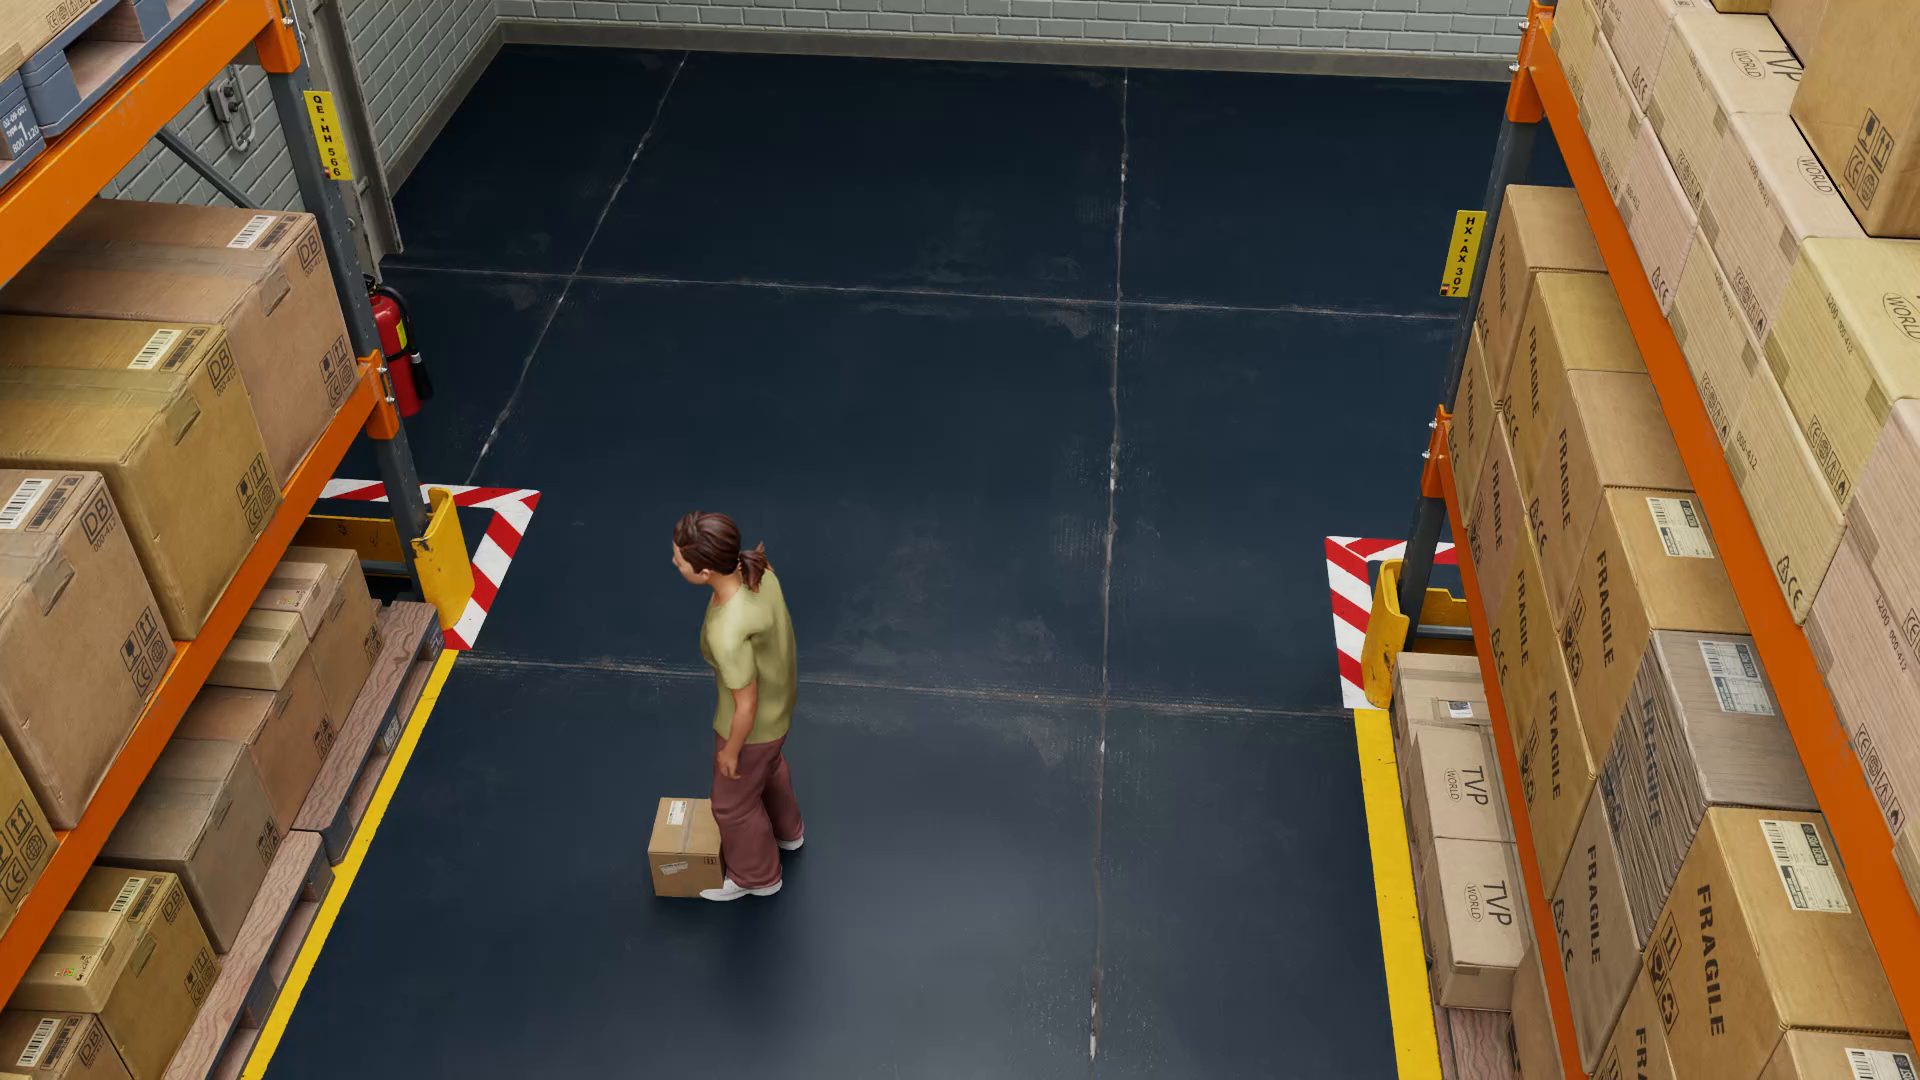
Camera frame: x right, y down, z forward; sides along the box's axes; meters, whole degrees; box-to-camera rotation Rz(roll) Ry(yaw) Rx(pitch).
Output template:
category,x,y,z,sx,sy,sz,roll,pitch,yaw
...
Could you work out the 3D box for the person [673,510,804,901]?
category,x,y,z,sx,sy,sz,roll,pitch,yaw
person,-0.734,0.562,5.492,0.405,1.673,0.499,3,40,4
